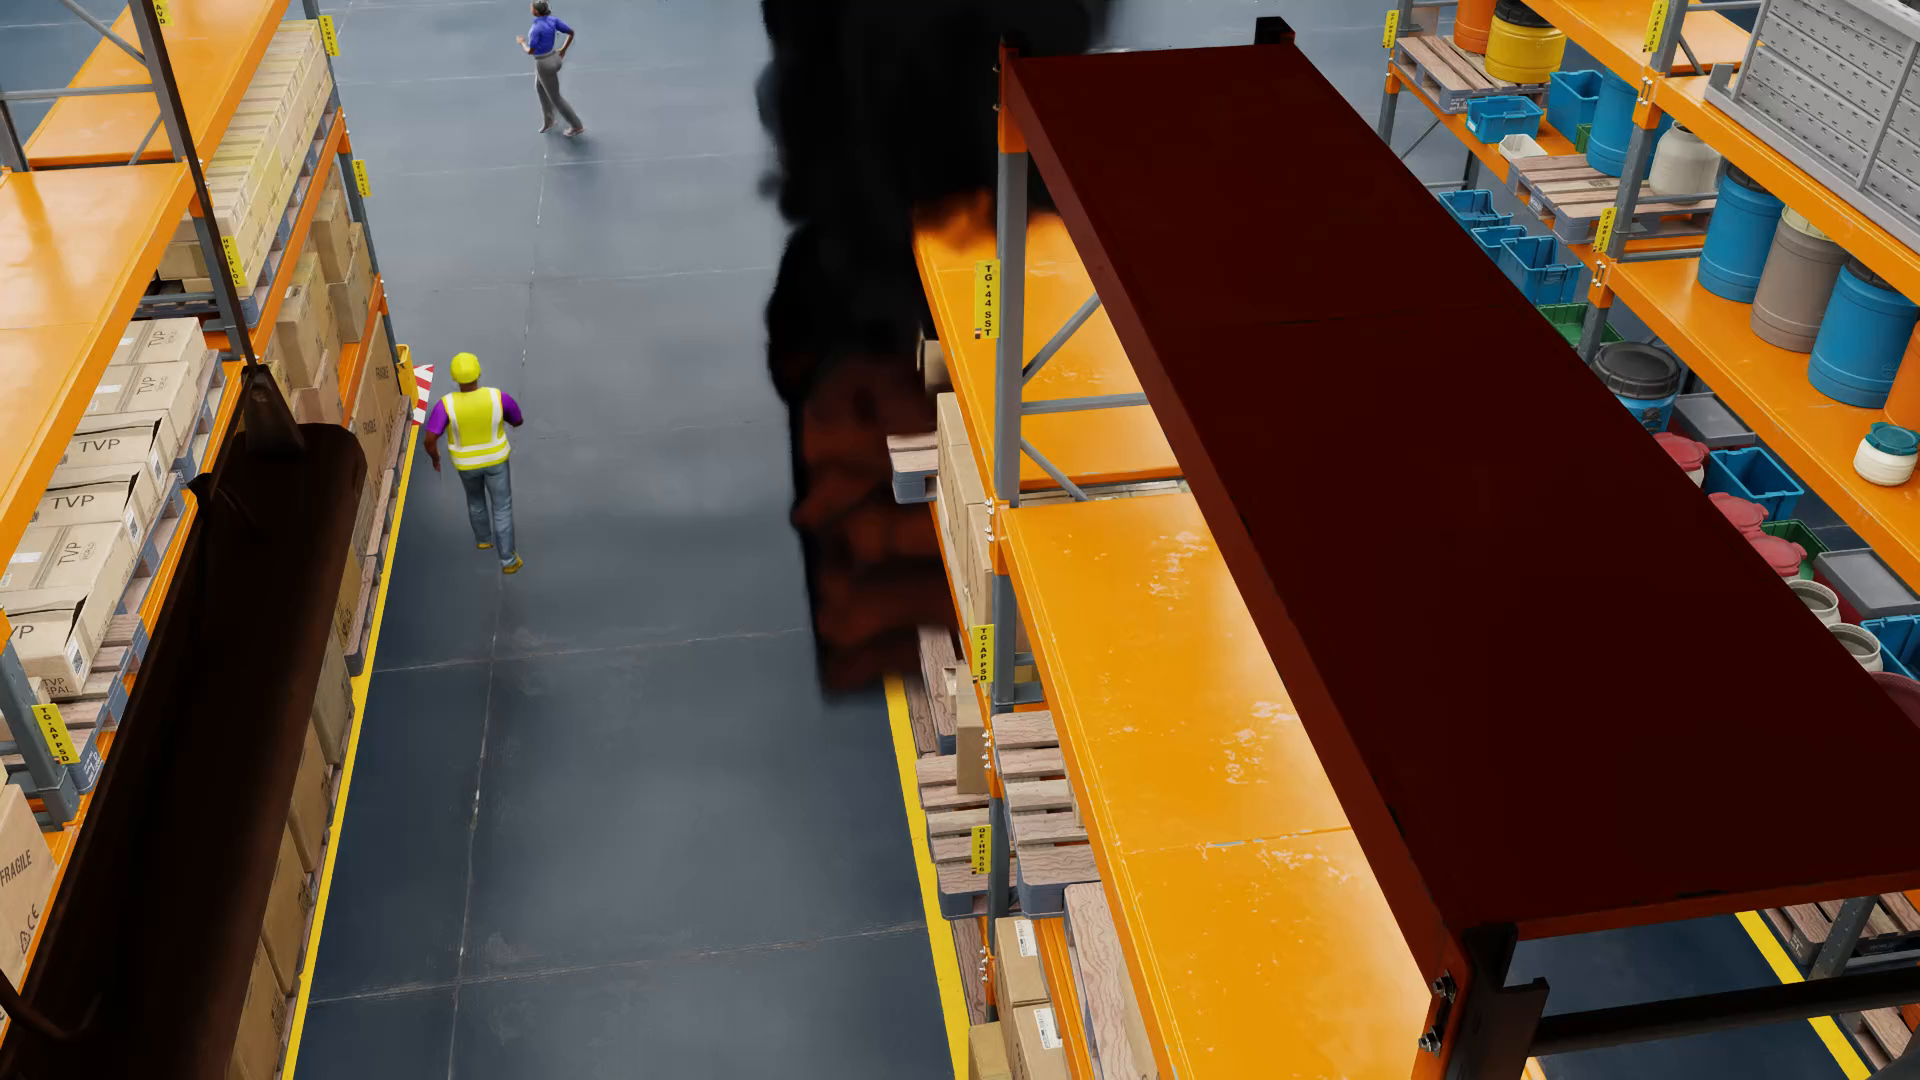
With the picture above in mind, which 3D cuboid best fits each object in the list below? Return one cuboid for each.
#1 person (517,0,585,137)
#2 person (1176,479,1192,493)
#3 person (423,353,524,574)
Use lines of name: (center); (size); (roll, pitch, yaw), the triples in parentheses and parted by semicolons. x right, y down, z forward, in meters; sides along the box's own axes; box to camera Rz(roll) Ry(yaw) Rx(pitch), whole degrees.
person: (-4.843, -5.552, 19.622); (0.752, 1.720, 0.545); (9, 37, 13)
person: (1.628, 0.018, 11.565); (0.574, 1.645, 0.531); (-4, 36, -5)
person: (-3.515, -0.556, 12.244); (0.685, 1.869, 0.749); (-7, 37, -10)
